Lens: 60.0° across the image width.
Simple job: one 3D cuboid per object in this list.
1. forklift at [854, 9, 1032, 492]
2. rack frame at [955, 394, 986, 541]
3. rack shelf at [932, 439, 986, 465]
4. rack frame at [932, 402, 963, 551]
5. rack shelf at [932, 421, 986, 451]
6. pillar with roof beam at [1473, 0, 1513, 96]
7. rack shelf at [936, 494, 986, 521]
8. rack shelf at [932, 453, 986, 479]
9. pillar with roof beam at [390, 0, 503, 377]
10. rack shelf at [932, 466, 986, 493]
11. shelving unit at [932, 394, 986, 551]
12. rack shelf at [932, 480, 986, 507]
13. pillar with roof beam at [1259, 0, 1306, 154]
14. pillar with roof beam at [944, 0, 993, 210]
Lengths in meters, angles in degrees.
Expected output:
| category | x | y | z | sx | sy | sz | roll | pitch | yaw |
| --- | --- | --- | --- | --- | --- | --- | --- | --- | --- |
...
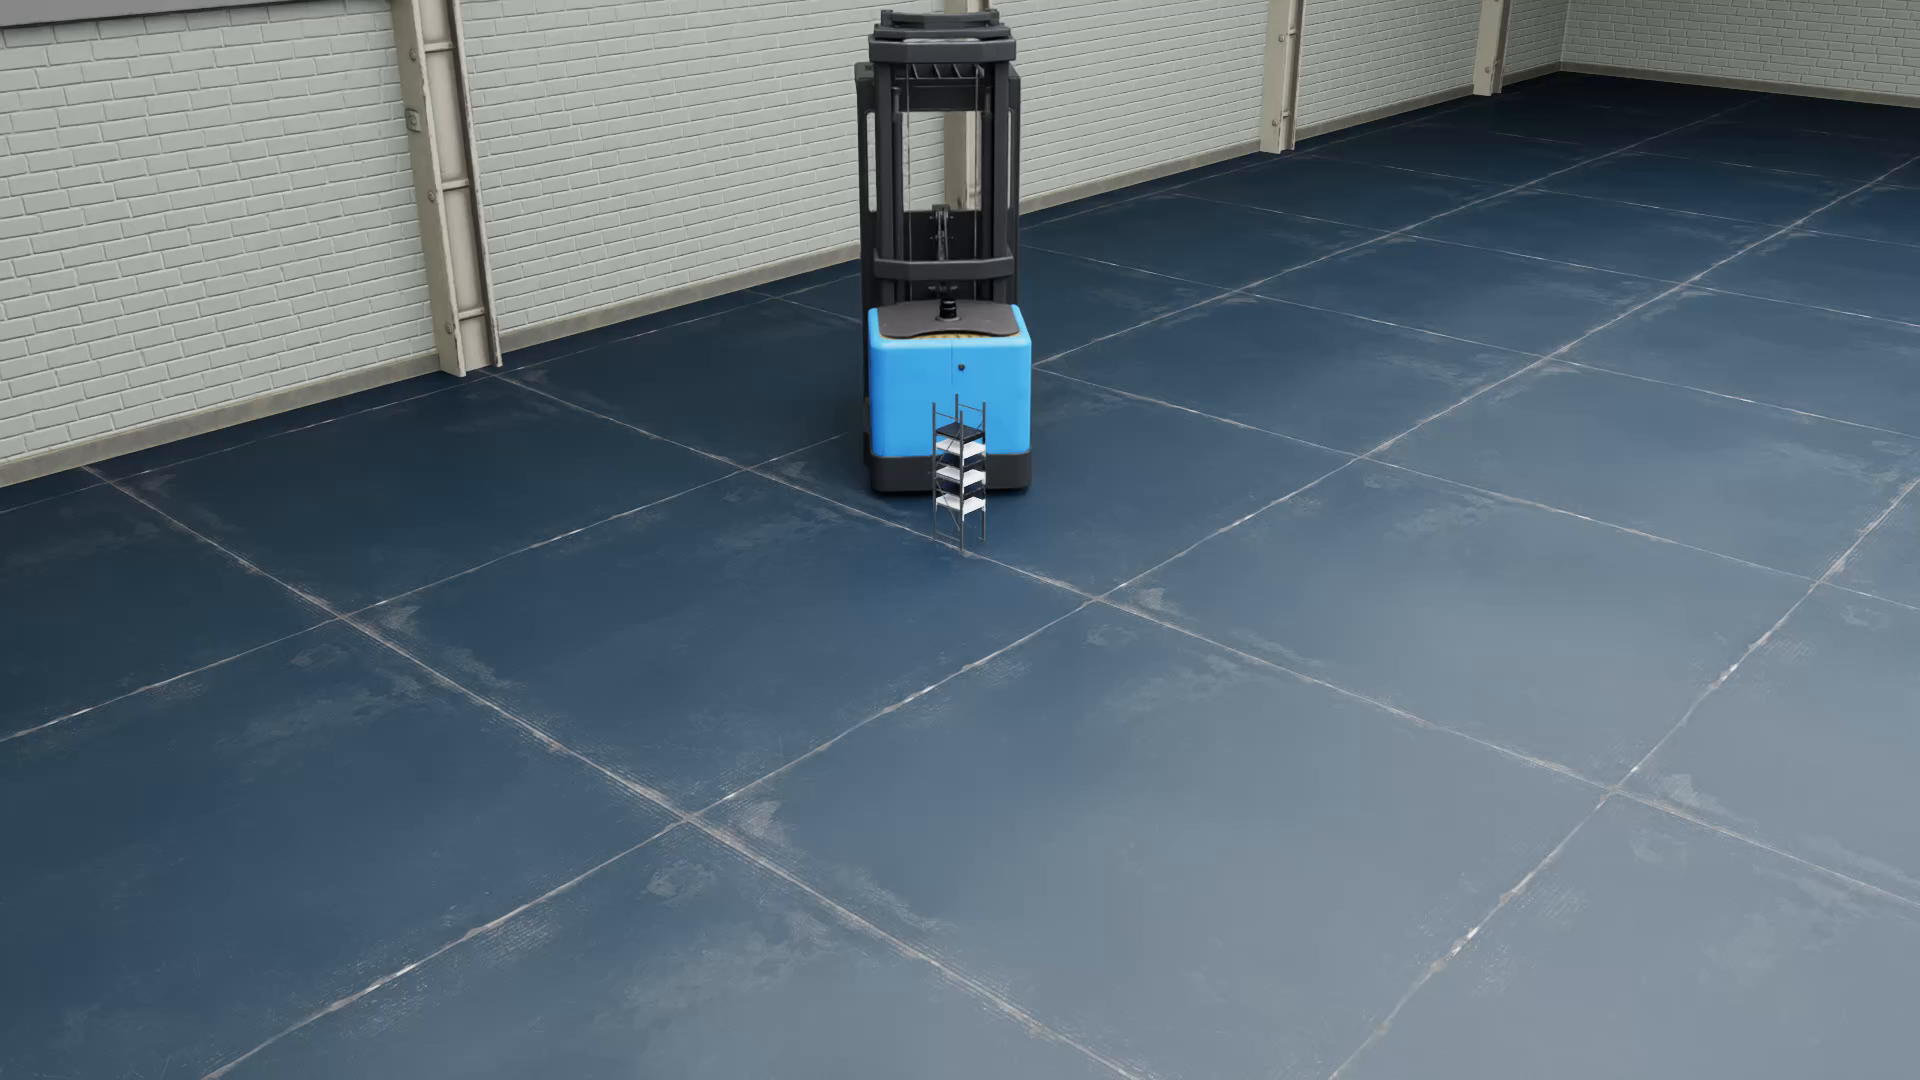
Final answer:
| category | x | y | z | sx | sy | sz | roll | pitch | yaw |
| --- | --- | --- | --- | --- | --- | --- | --- | --- | --- |
| forklift | -0.160 | -2.213 | 11.604 | 1.130 | 2.935 | 3.031 | -2 | 24 | -4 |
| rack frame | 0.062 | -0.439 | 10.129 | 0.240 | 0.900 | 0.006 | 20 | 31 | 38 |
| rack shelf | -0.005 | -0.542 | 10.000 | 0.258 | 0.077 | 0.200 | 20 | 31 | 38 |
| rack frame | -0.073 | -0.377 | 9.991 | 0.240 | 0.900 | 0.006 | 20 | 31 | 38 |
| rack shelf | -0.005 | -0.624 | 9.964 | 0.258 | 0.077 | 0.200 | 20 | 31 | 38 |
| pillar with roof beam | 11.296 | -9.801 | 21.111 | 9.100 | 9.000 | 0.400 | 20 | 31 | 38 |
| rack shelf | -0.005 | -0.213 | 10.148 | 0.258 | 0.077 | 0.200 | 20 | 31 | 38 |
| rack shelf | -0.005 | -0.460 | 10.037 | 0.258 | 0.077 | 0.200 | 20 | 31 | 38 |
| pillar with roof beam | -0.718 | -4.317 | 8.879 | 9.100 | 9.000 | 0.400 | 20 | 31 | 38 |
| rack shelf | -0.005 | -0.378 | 10.074 | 0.258 | 0.077 | 0.200 | 20 | 31 | 38 |
| shelving unit | -0.005 | -0.408 | 10.060 | 0.258 | 0.900 | 0.210 | 20 | 31 | 38 |
| rack shelf | -0.005 | -0.296 | 10.111 | 0.258 | 0.077 | 0.200 | 20 | 31 | 38 |
| pillar with roof beam | 7.291 | -7.973 | 17.033 | 9.100 | 9.000 | 0.400 | 20 | 31 | 38 |
| pillar with roof beam | 3.287 | -6.145 | 12.956 | 9.100 | 9.000 | 0.400 | 20 | 31 | 38 |
